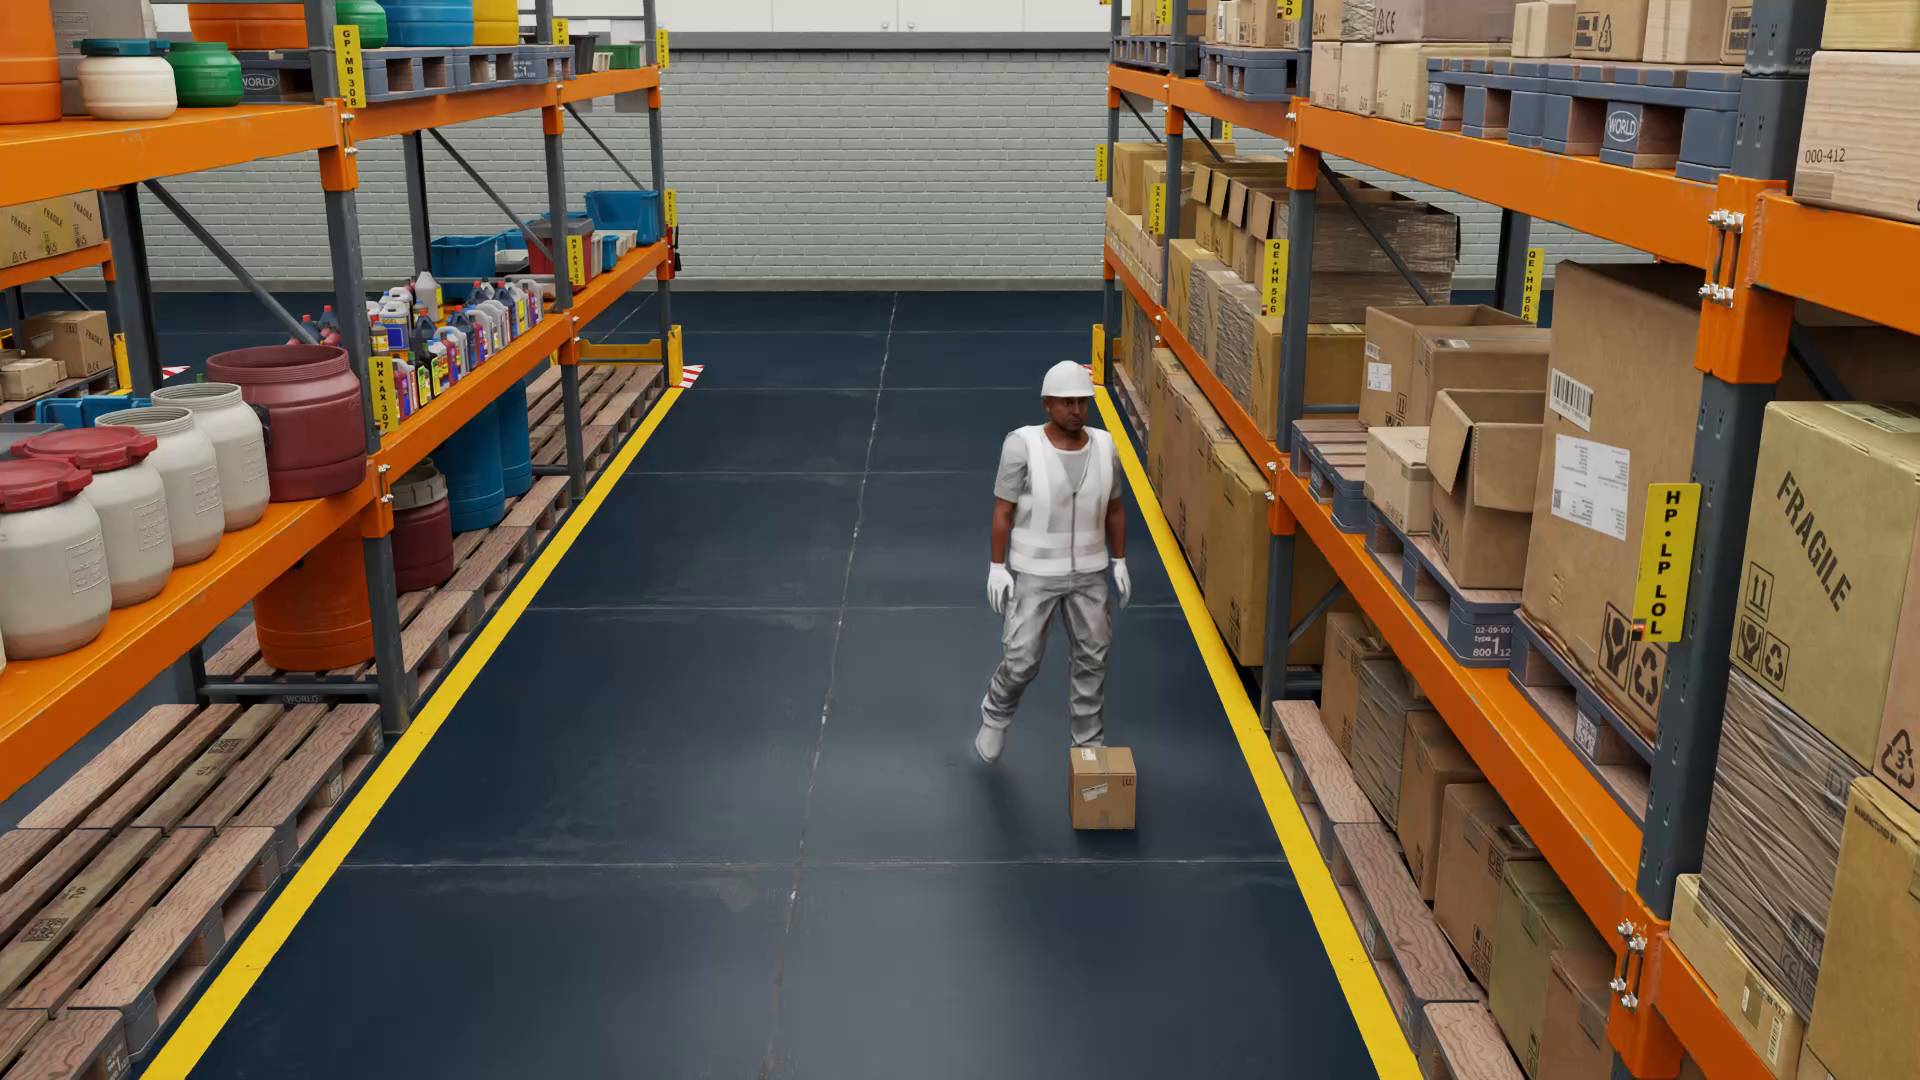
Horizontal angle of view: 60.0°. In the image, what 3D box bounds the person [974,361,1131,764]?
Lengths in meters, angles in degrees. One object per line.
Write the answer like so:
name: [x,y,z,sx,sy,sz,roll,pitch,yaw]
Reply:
person: [0.410,0.136,6.988,0.641,1.786,0.580,-6,18,-19]
